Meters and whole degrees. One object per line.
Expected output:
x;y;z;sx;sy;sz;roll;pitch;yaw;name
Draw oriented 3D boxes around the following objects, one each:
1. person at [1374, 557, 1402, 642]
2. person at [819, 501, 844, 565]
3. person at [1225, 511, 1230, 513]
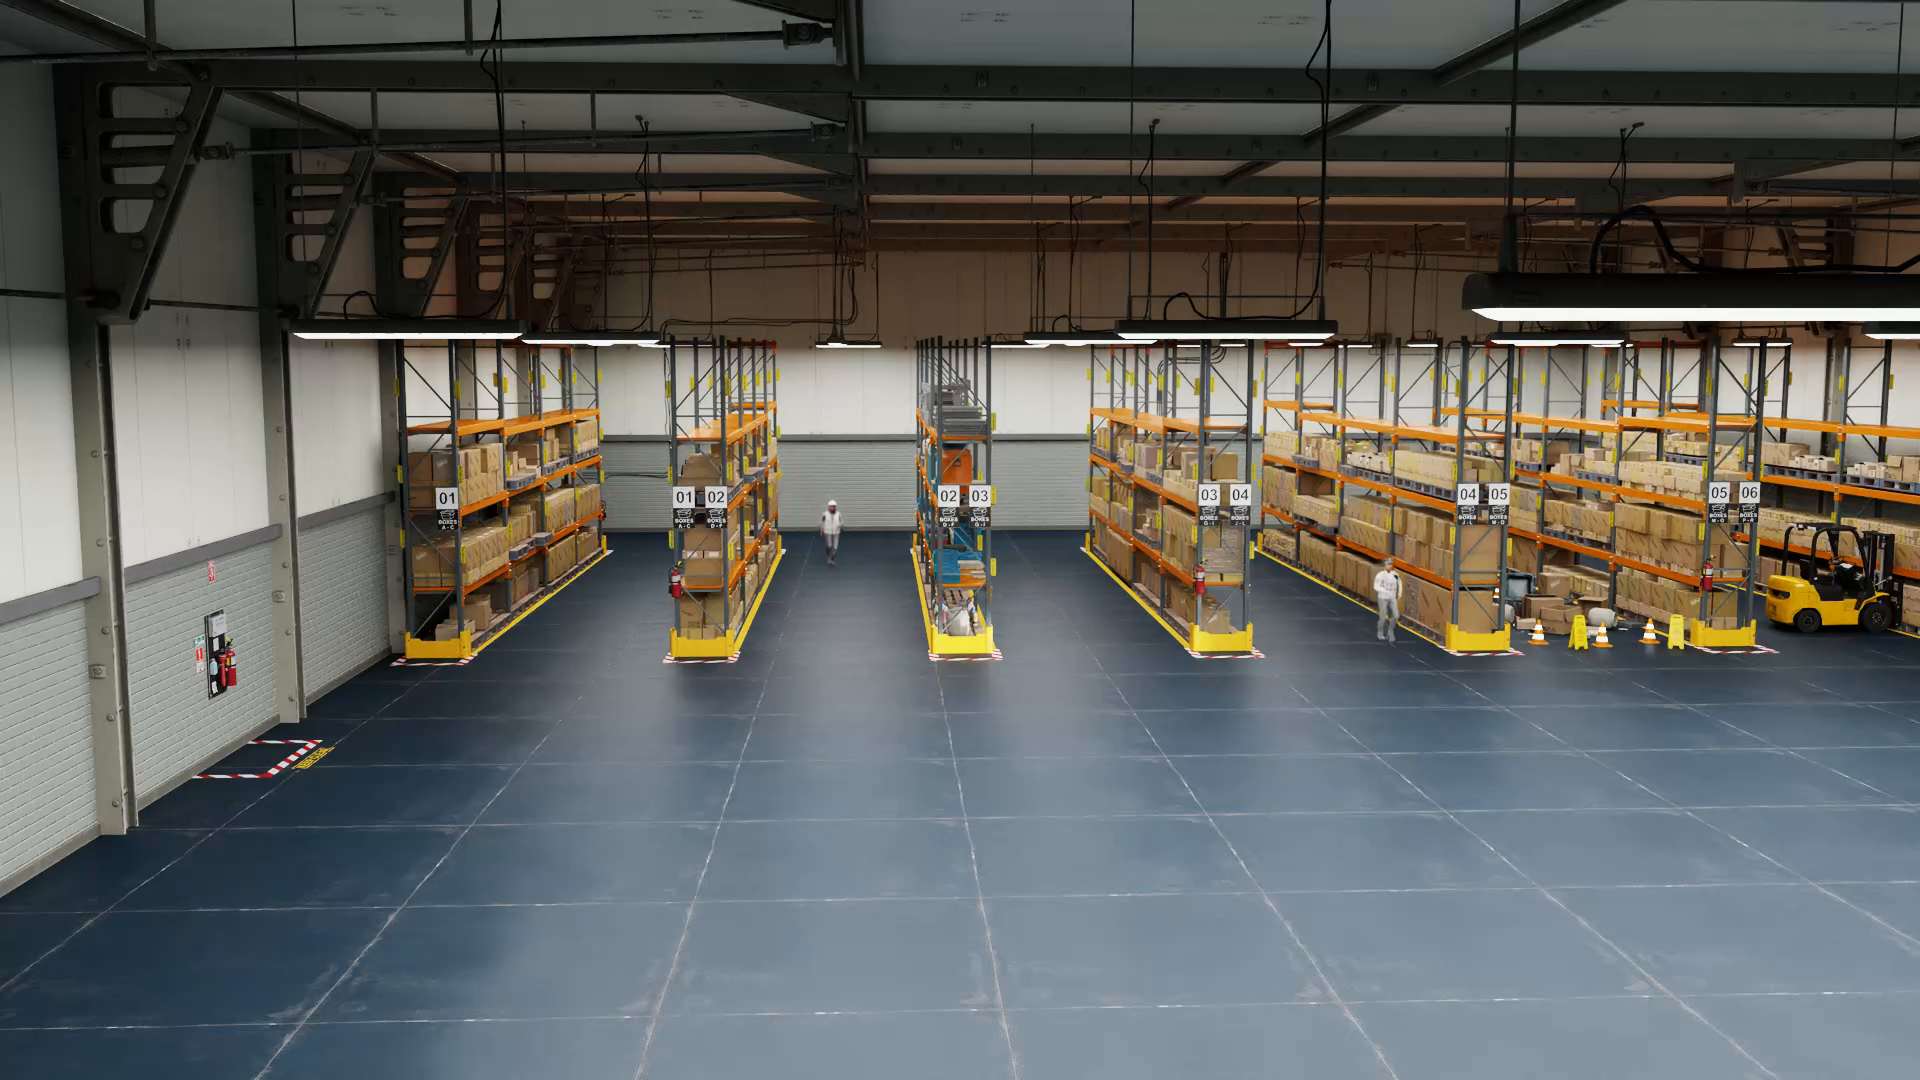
8.444;1.187;32.722;0.643;1.703;0.660;-1;7;-8;person
-3.415;-0.188;44.348;0.632;1.731;0.734;-2;7;-14;person
7.448;-0.493;47.635;0.670;1.607;0.855;2;7;18;person
